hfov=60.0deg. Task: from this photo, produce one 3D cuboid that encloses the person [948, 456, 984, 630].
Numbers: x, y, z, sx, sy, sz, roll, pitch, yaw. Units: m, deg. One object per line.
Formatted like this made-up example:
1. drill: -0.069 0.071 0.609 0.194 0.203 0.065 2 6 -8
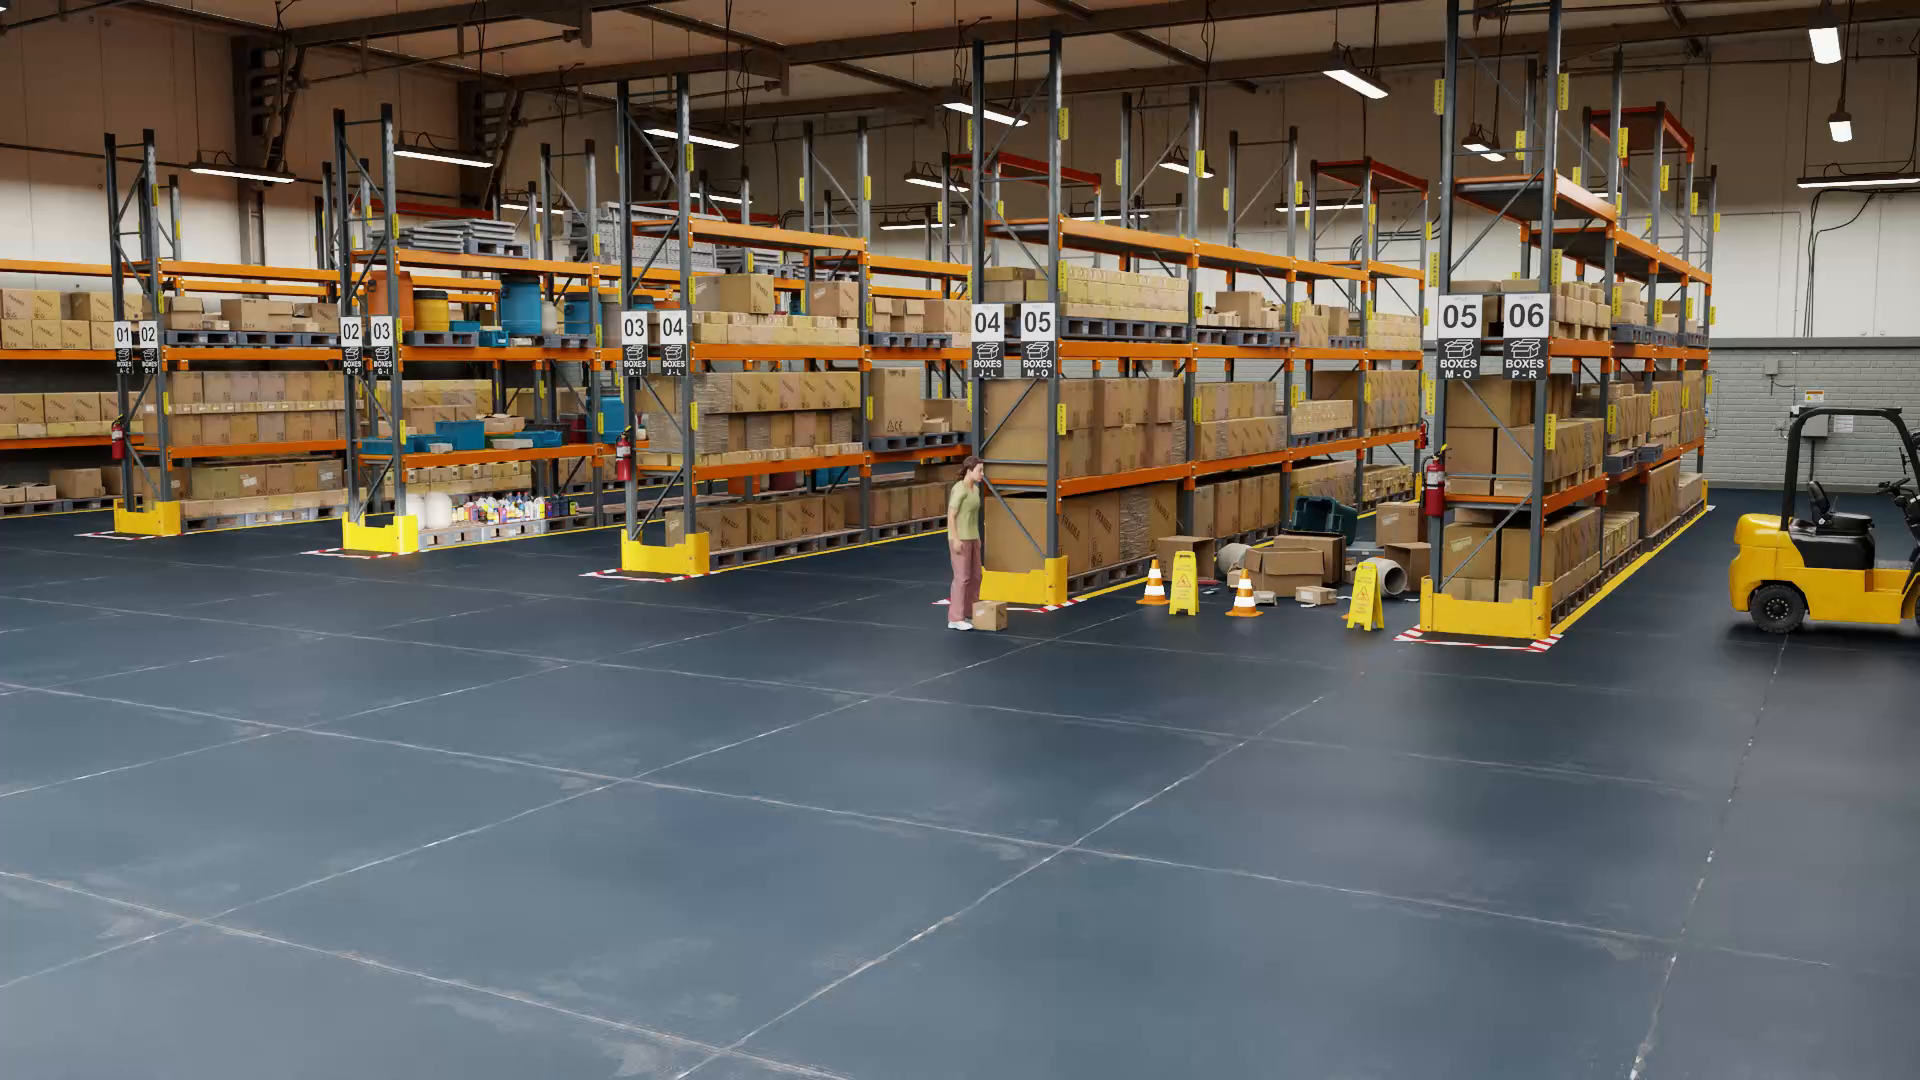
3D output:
1. person: 0.071 0.014 16.200 0.354 1.672 0.507 3 7 27
